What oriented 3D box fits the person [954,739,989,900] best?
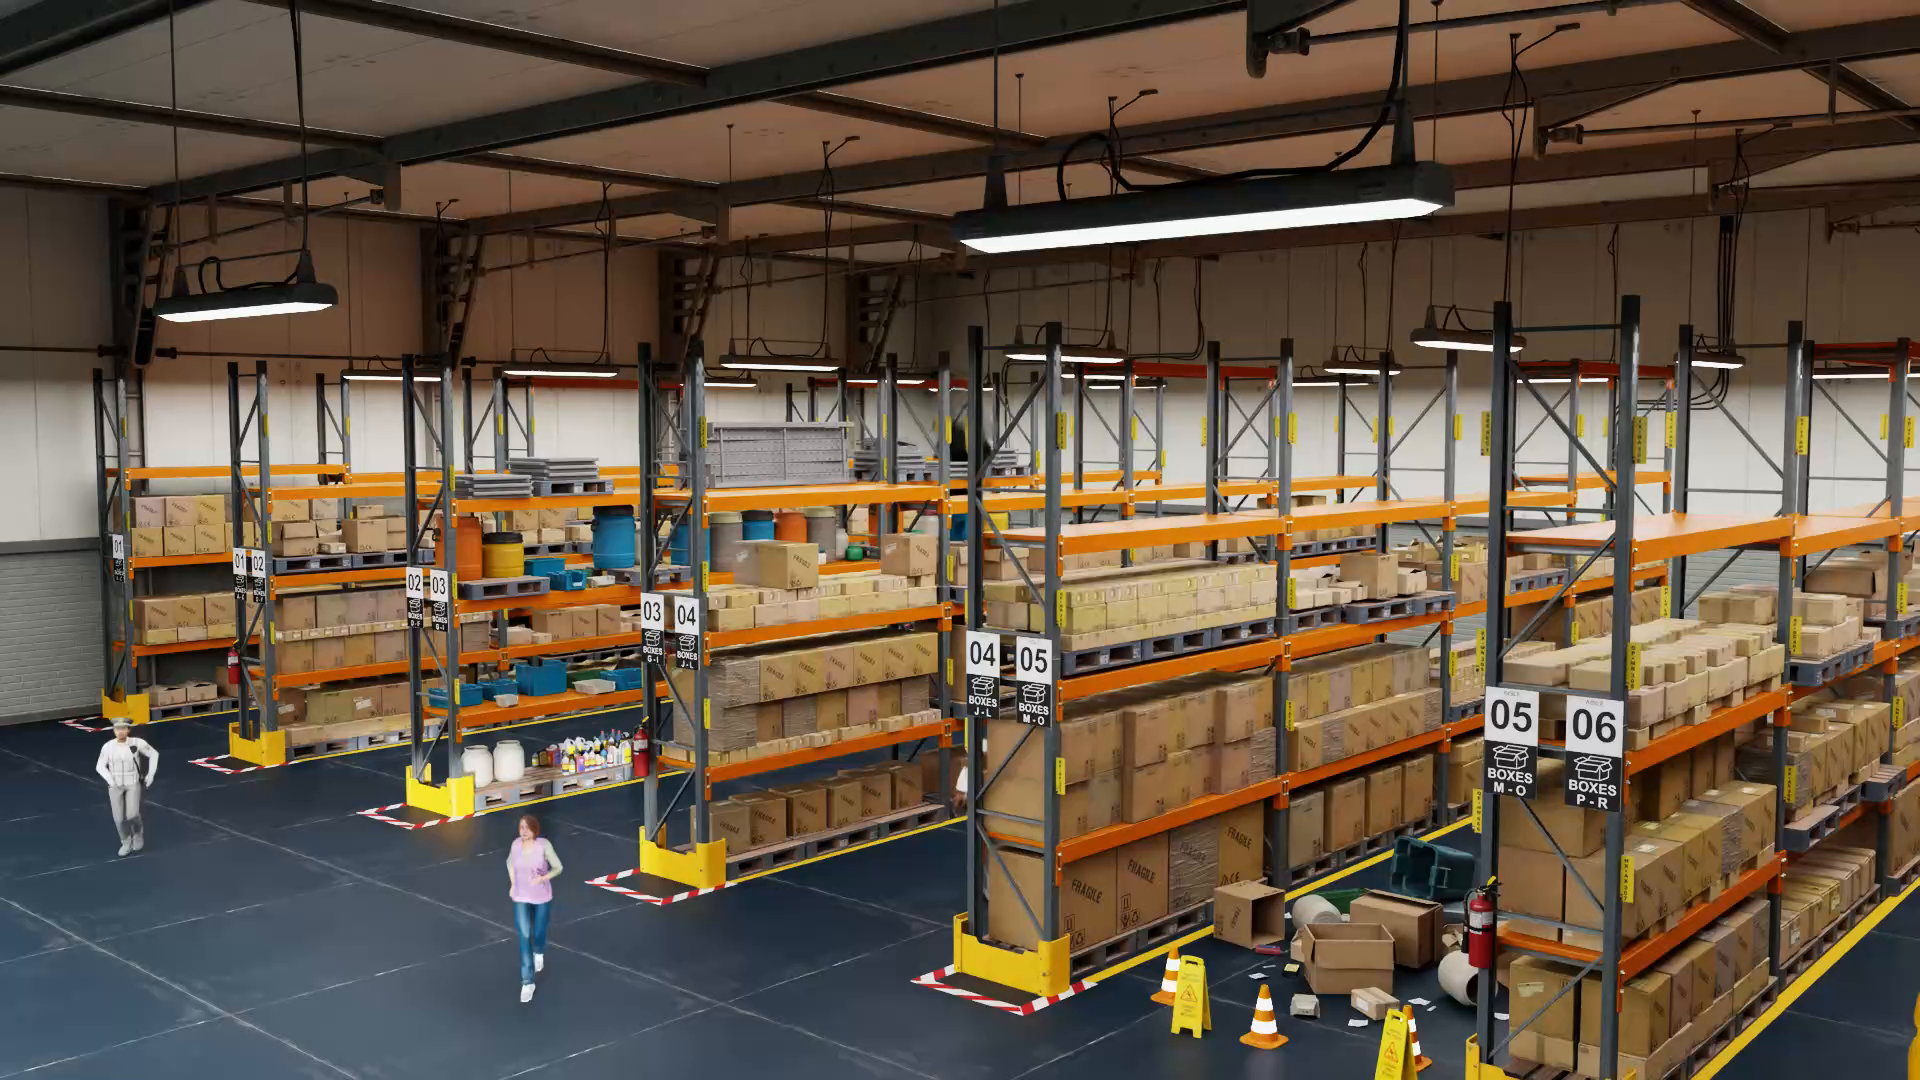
[{"bbox_3d":[0.246,2.983,17.725,0.674,1.736,0.757,3,5,36],"label":"person"}]

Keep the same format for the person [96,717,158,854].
[{"bbox_3d":[-9.807,2.892,19.570,0.644,1.657,0.575,-1,4,-18],"label":"person"}]

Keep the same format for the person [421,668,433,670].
[{"bbox_3d":[-9.359,2.185,29.220,0.709,1.655,0.757,2,5,27],"label":"person"}]

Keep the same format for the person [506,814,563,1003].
[{"bbox_3d":[-3.850,3.260,15.036,0.525,1.609,0.819,0,4,-6],"label":"person"}]
